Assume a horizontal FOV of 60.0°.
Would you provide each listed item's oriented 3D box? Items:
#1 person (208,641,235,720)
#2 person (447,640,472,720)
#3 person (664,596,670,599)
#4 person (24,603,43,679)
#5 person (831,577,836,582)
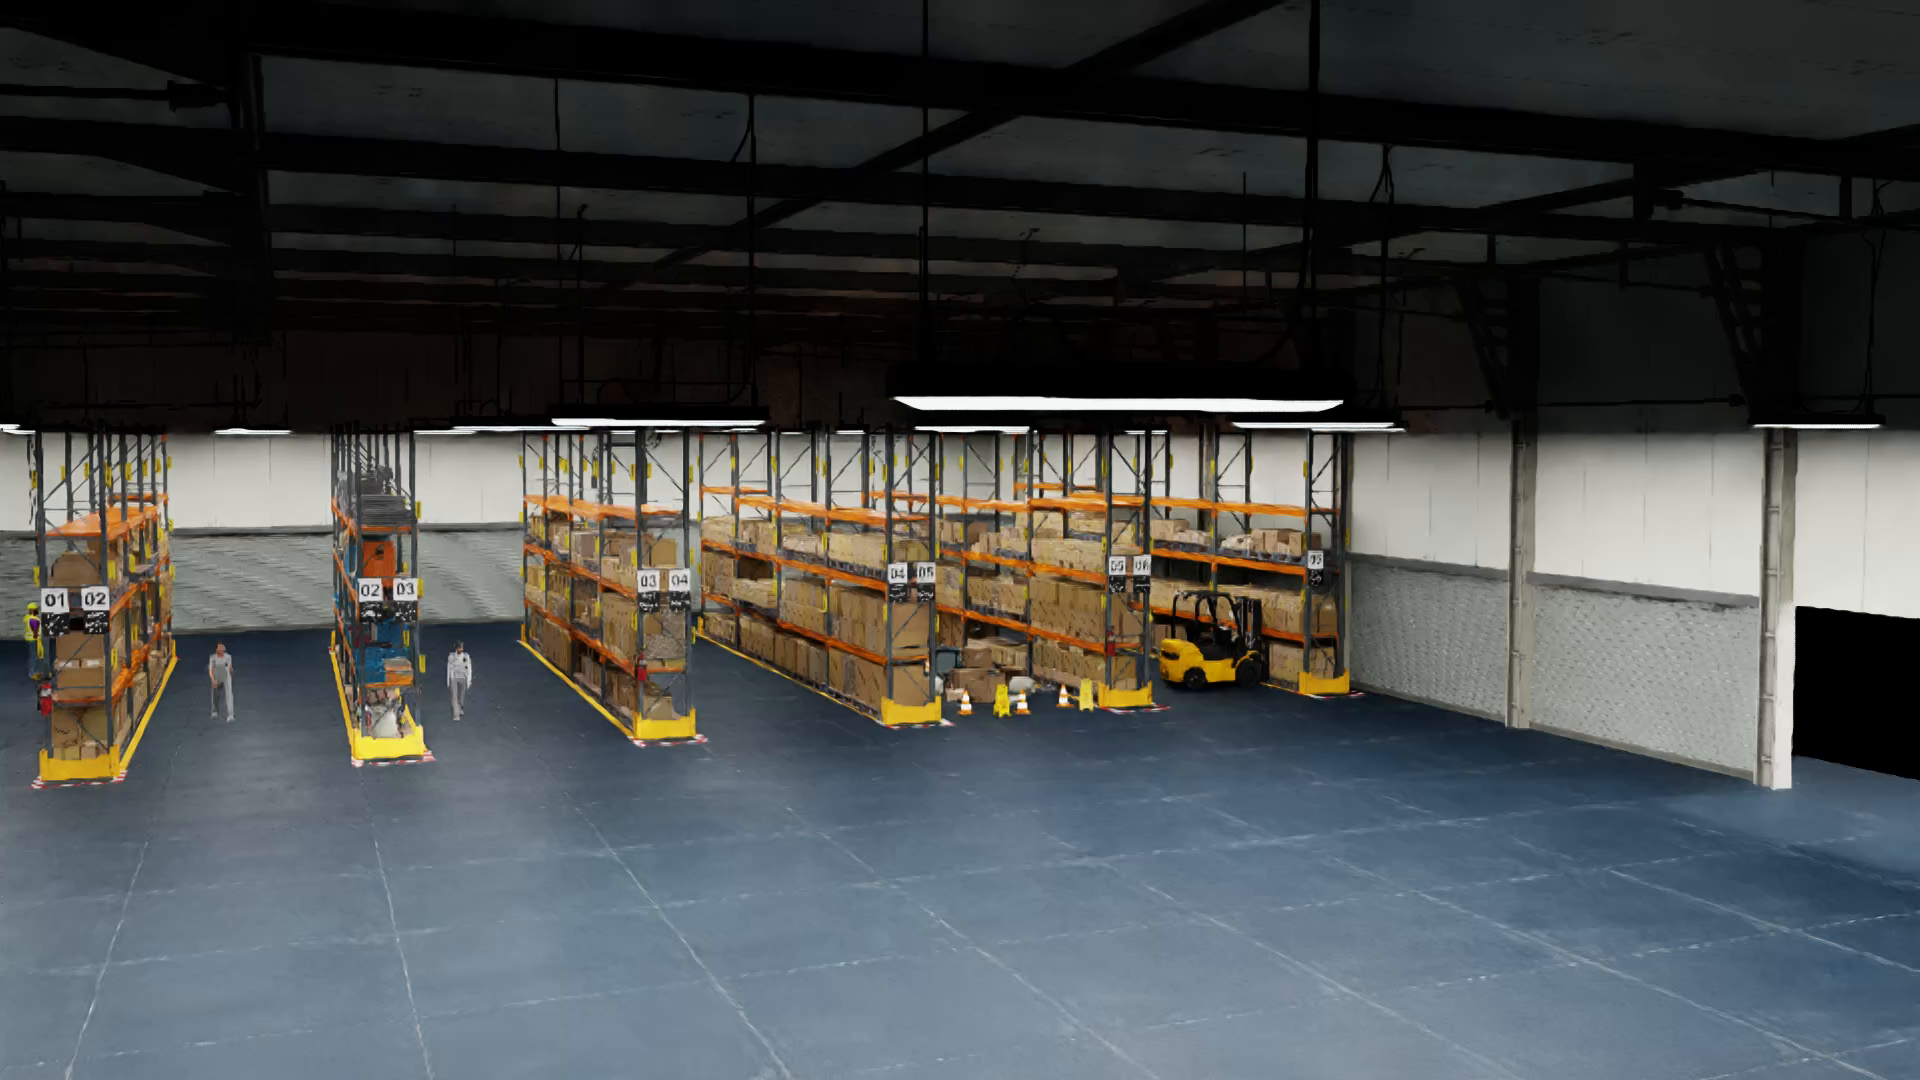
[{"bbox_3d":[-14.887,2.817,33.490,0.466,1.588,1.081,-2,4,-31],"label":"person"},{"bbox_3d":[-10.132,2.803,33.687,0.488,1.590,1.089,-2,4,-24],"label":"person"},{"bbox_3d":[-8.397,1.923,47.092,0.702,1.735,0.549,-2,4,-24],"label":"person"},{"bbox_3d":[-21.858,2.366,39.269,0.400,1.769,0.674,-3,5,-44],"label":"person"},{"bbox_3d":[-3.820,1.778,49.614,0.484,1.678,0.405,3,5,43],"label":"person"}]
